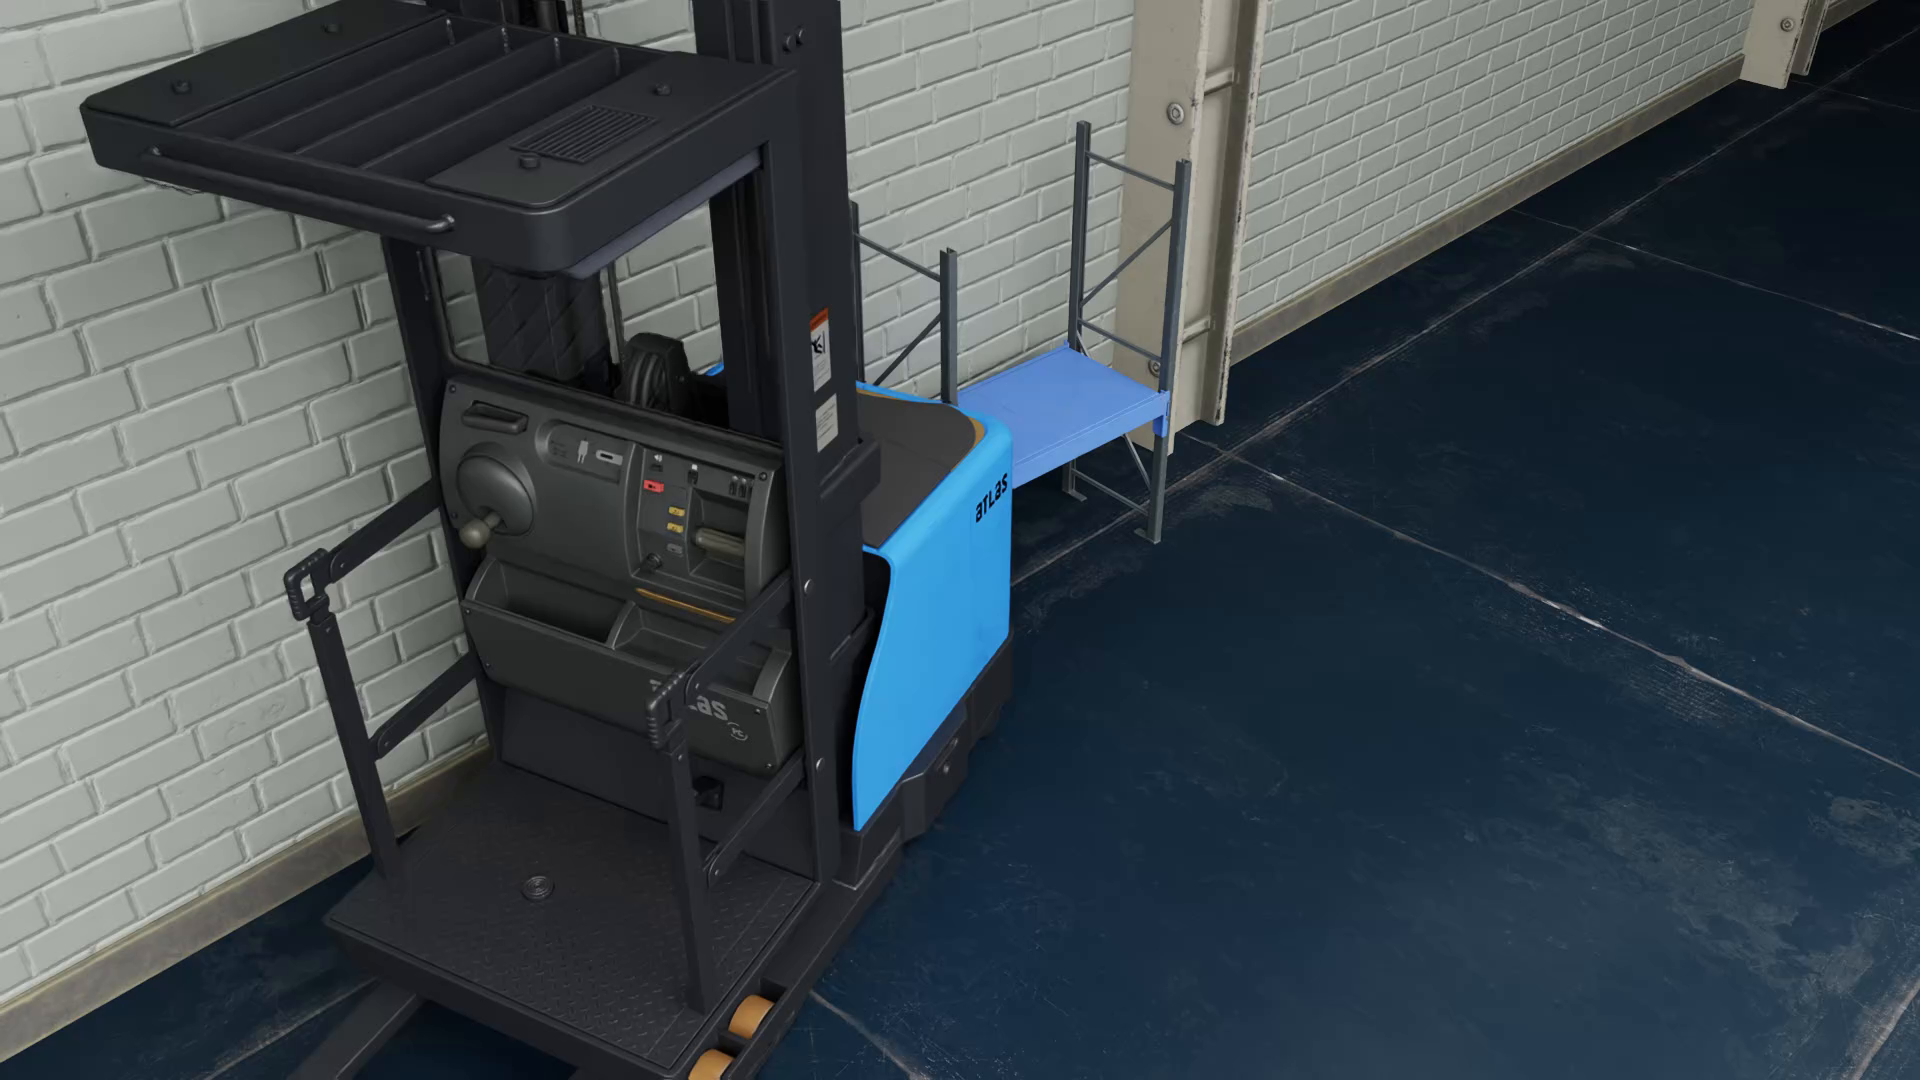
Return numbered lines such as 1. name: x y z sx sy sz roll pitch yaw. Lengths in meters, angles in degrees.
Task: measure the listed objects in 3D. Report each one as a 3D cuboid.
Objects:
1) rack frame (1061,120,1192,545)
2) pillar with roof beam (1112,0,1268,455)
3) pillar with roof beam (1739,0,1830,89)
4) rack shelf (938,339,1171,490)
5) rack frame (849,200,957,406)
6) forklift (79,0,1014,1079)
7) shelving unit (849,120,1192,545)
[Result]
1. rack frame: 0.575 -0.709 5.956 0.032 1.500 0.500 -27 43 -33
2. pillar with roof beam: 3.915 -2.435 1.874 9.100 9.000 0.400 30 45 35
3. pillar with roof beam: 8.143 -4.870 5.367 9.100 9.000 0.400 30 45 35
4. rack shelf: 0.195 -0.369 5.782 1.000 0.185 0.538 -27 43 -33
5. rack frame: -0.185 -0.323 5.402 0.032 1.500 0.500 -27 43 -33
6. forklift: -0.936 -0.045 3.753 1.130 2.935 3.031 16 38 21
7. shelving unit: 0.195 -0.516 5.679 1.048 1.500 0.538 -27 43 -33
